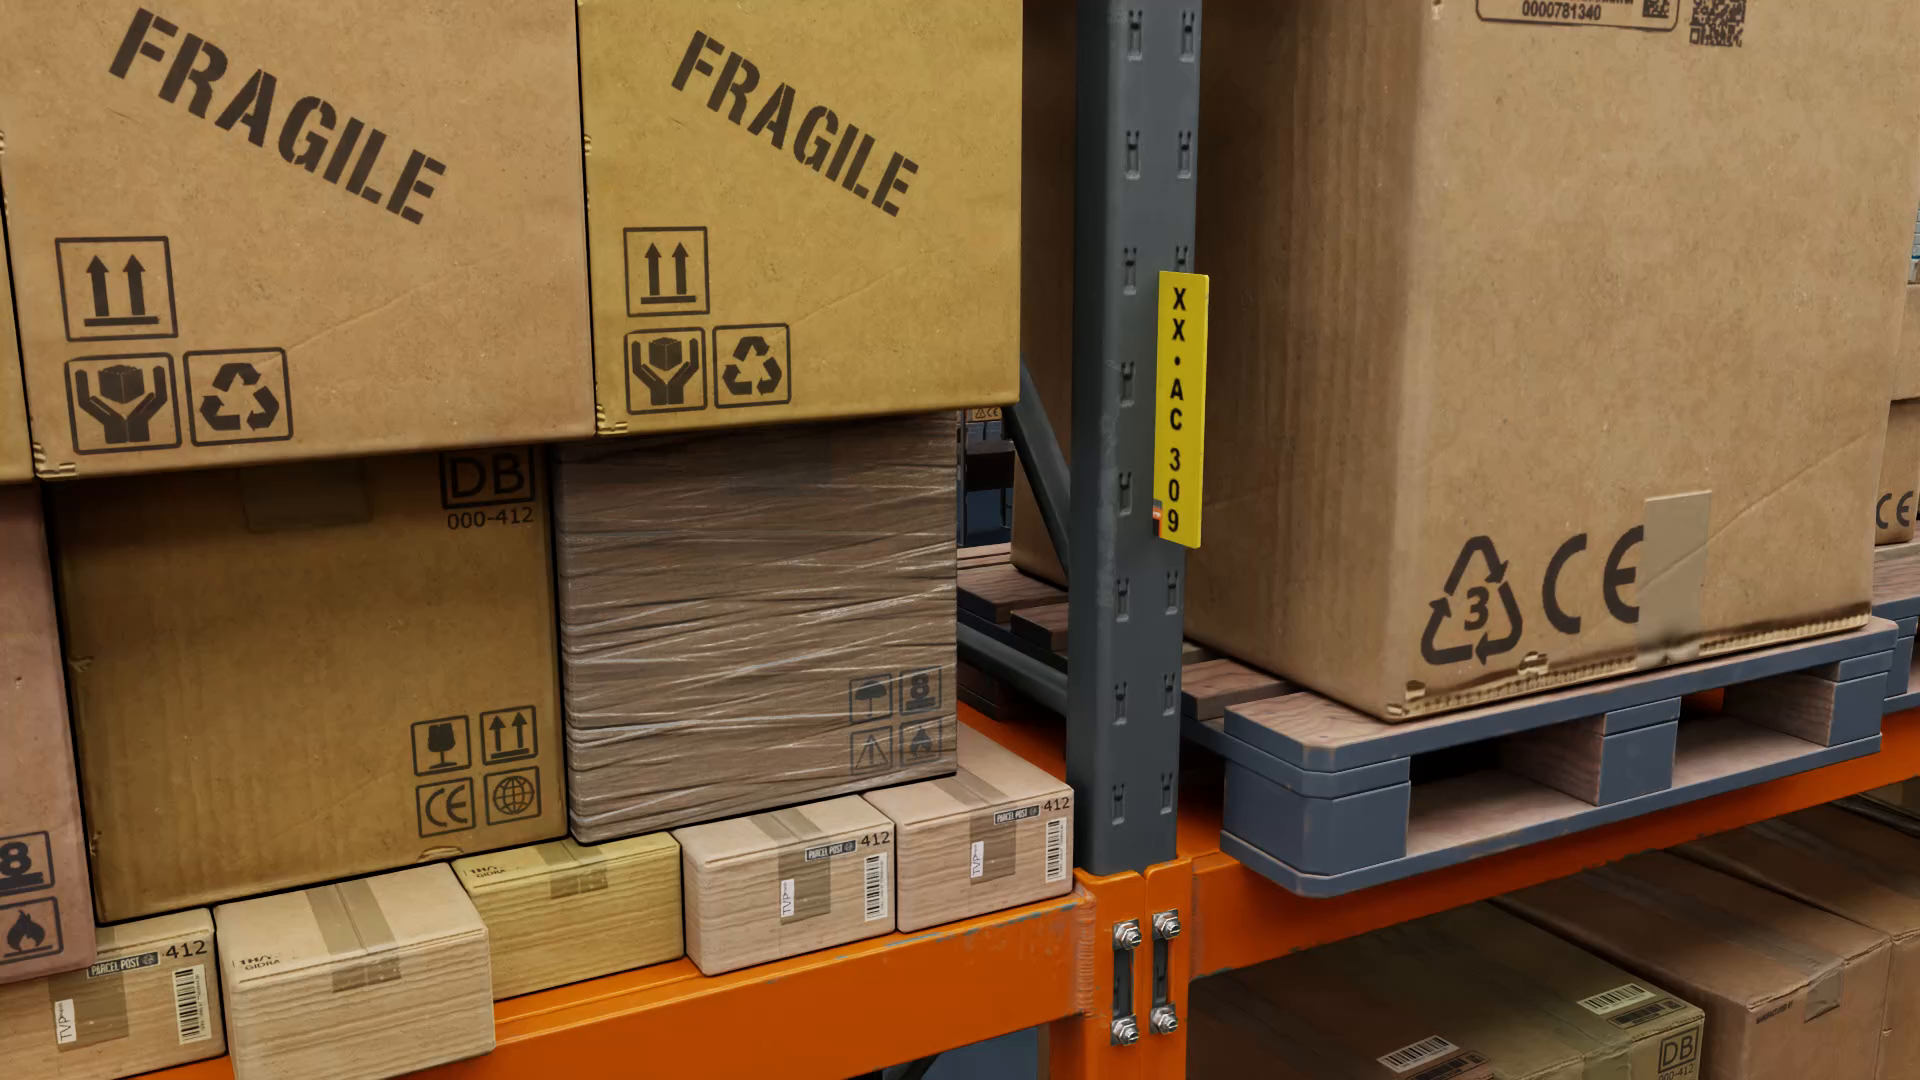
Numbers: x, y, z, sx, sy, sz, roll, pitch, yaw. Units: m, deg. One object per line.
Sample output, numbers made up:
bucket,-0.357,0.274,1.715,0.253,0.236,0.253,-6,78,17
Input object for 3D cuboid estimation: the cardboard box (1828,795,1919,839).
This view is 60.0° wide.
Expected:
cardboard box,2.448,0.881,4.056,0.500,0.500,0.700,-8,15,-33

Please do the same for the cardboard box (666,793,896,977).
cardboard box,-0.276,0.388,2.127,0.250,0.149,0.380,-7,14,-28

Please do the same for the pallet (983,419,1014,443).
pallet,0.507,-1.007,14.104,1.213,0.211,1.003,-7,14,-28

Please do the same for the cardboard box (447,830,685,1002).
cardboard box,-0.524,0.402,2.062,0.250,0.149,0.380,-7,14,-28

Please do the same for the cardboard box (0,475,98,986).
cardboard box,-1.275,0.121,1.836,0.500,0.500,0.875,-7,14,-28

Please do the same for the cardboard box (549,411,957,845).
cardboard box,-0.429,0.003,2.360,0.500,0.500,0.875,-7,14,-28

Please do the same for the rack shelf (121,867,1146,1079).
rack shelf,-1.759,0.723,1.705,4.000,0.370,1.077,-7,14,-28

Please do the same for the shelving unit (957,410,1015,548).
shelving unit,0.145,-1.042,9.956,0.503,2.100,0.431,-7,14,-28

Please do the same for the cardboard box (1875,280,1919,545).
cardboard box,1.473,-0.294,3.393,0.637,0.503,0.797,-5,14,-22

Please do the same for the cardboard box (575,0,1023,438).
cardboard box,-0.267,-0.420,1.961,0.500,0.500,0.500,-7,14,-28

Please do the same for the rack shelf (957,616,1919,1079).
rack shelf,1.752,0.302,3.574,4.000,0.370,1.077,-7,14,-28

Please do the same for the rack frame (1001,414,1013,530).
rack frame,0.359,-1.067,10.070,0.015,2.100,0.400,-7,14,-28

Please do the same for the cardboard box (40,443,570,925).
cardboard box,-0.884,0.049,2.156,0.500,0.500,0.875,-7,14,-28

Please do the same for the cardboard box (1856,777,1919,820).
cardboard box,2.473,0.514,3.979,0.500,0.250,0.500,-5,14,-22

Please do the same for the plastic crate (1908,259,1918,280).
plastic crate,6.073,-1.731,11.104,0.530,0.282,0.437,-7,14,-28

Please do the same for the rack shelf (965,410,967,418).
rack shelf,0.145,-1.028,9.959,0.480,0.518,0.431,-7,14,-28

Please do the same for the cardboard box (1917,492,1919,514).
cardboard box,2.173,-0.171,3.388,0.258,0.266,0.396,-7,15,-29

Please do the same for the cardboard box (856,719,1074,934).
cardboard box,-0.052,0.363,2.236,0.250,0.149,0.380,-7,14,-28

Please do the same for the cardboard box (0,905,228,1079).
cardboard box,-0.973,0.451,1.846,0.250,0.149,0.380,-7,14,-28

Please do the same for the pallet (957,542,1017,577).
pallet,0.435,0.220,8.649,1.213,0.211,1.003,-7,14,-28

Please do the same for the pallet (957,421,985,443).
pallet,-0.563,-0.880,13.538,1.213,0.211,1.003,-7,14,-28

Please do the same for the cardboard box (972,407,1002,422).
cardboard box,0.200,-1.265,13.589,0.500,0.500,0.500,-7,14,-29

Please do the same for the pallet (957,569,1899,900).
pallet,0.737,0.203,2.814,1.213,0.211,1.003,-7,14,-28

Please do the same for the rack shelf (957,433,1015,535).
rack shelf,0.145,-0.346,10.113,0.480,0.518,0.431,-7,14,-28

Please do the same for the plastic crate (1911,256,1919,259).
plastic crate,7.203,-1.971,12.282,0.300,0.233,0.416,-7,14,-28

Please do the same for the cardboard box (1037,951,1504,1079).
cardboard box,0.545,1.106,3.055,0.500,0.500,0.700,-8,15,-32

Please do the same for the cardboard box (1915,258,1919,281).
cardboard box,2.610,-0.371,3.740,0.500,0.500,0.700,-5,13,-20

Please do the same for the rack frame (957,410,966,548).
rack frame,-0.069,-1.016,9.842,0.015,2.100,0.400,-7,14,-28

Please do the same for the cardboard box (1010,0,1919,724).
cardboard box,0.761,-0.393,2.700,1.000,1.000,1.000,-7,14,-27

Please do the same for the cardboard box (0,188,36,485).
cardboard box,-1.145,-0.315,1.493,0.500,0.500,0.500,-7,14,-28

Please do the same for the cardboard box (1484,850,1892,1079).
cardboard box,1.464,1.000,3.524,0.500,0.500,0.700,-8,15,-33

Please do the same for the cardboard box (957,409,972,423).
cardboard box,-0.243,-1.213,13.359,0.500,0.500,0.500,-7,15,-30

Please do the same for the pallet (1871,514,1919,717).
pallet,1.789,0.050,3.491,1.213,0.211,1.003,-7,14,-28

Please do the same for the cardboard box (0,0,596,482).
cardboard box,-0.705,-0.367,1.726,0.500,0.500,0.500,-7,14,-28

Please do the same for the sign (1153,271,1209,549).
sign,0.263,-0.157,2.004,0.005,0.325,0.100,-7,14,-28

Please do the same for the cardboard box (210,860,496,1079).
cardboard box,-0.690,0.450,1.849,0.250,0.149,0.380,-7,14,-28

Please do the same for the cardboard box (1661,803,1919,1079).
cardboard box,1.953,0.941,3.785,0.500,0.500,0.700,-6,14,-23

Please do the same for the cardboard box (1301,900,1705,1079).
cardboard box,0.973,1.059,3.262,0.500,0.500,0.700,-7,14,-28
